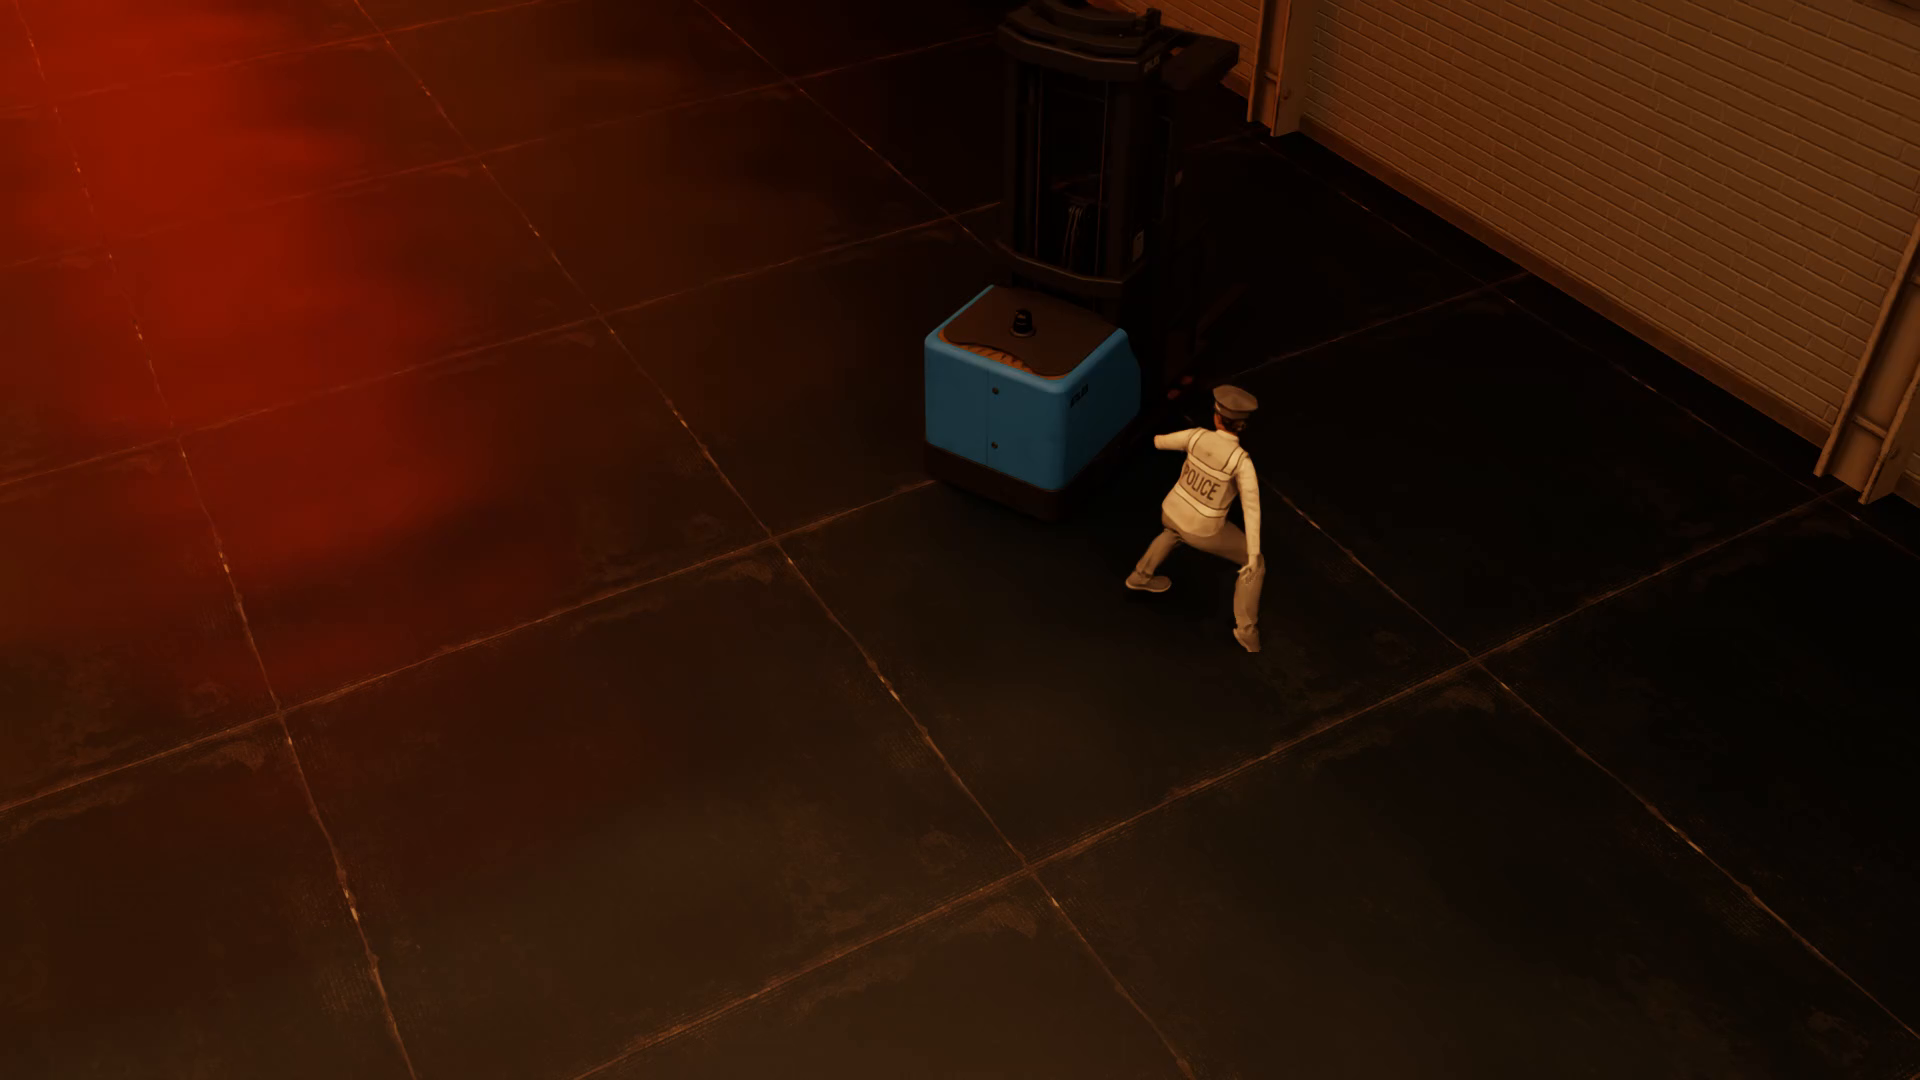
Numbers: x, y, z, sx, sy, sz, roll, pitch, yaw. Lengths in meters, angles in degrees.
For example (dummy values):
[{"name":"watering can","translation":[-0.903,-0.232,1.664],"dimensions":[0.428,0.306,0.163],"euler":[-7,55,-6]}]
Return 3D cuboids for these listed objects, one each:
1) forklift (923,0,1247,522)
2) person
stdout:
[{"name":"forklift","translation":[0.998,-2.149,10.627],"dimensions":[1.130,2.935,3.031],"euler":[23,45,25]},{"name":"person","translation":[1.417,-0.092,9.346],"dimensions":[0.534,1.606,0.973],"euler":[-28,47,-29]}]
